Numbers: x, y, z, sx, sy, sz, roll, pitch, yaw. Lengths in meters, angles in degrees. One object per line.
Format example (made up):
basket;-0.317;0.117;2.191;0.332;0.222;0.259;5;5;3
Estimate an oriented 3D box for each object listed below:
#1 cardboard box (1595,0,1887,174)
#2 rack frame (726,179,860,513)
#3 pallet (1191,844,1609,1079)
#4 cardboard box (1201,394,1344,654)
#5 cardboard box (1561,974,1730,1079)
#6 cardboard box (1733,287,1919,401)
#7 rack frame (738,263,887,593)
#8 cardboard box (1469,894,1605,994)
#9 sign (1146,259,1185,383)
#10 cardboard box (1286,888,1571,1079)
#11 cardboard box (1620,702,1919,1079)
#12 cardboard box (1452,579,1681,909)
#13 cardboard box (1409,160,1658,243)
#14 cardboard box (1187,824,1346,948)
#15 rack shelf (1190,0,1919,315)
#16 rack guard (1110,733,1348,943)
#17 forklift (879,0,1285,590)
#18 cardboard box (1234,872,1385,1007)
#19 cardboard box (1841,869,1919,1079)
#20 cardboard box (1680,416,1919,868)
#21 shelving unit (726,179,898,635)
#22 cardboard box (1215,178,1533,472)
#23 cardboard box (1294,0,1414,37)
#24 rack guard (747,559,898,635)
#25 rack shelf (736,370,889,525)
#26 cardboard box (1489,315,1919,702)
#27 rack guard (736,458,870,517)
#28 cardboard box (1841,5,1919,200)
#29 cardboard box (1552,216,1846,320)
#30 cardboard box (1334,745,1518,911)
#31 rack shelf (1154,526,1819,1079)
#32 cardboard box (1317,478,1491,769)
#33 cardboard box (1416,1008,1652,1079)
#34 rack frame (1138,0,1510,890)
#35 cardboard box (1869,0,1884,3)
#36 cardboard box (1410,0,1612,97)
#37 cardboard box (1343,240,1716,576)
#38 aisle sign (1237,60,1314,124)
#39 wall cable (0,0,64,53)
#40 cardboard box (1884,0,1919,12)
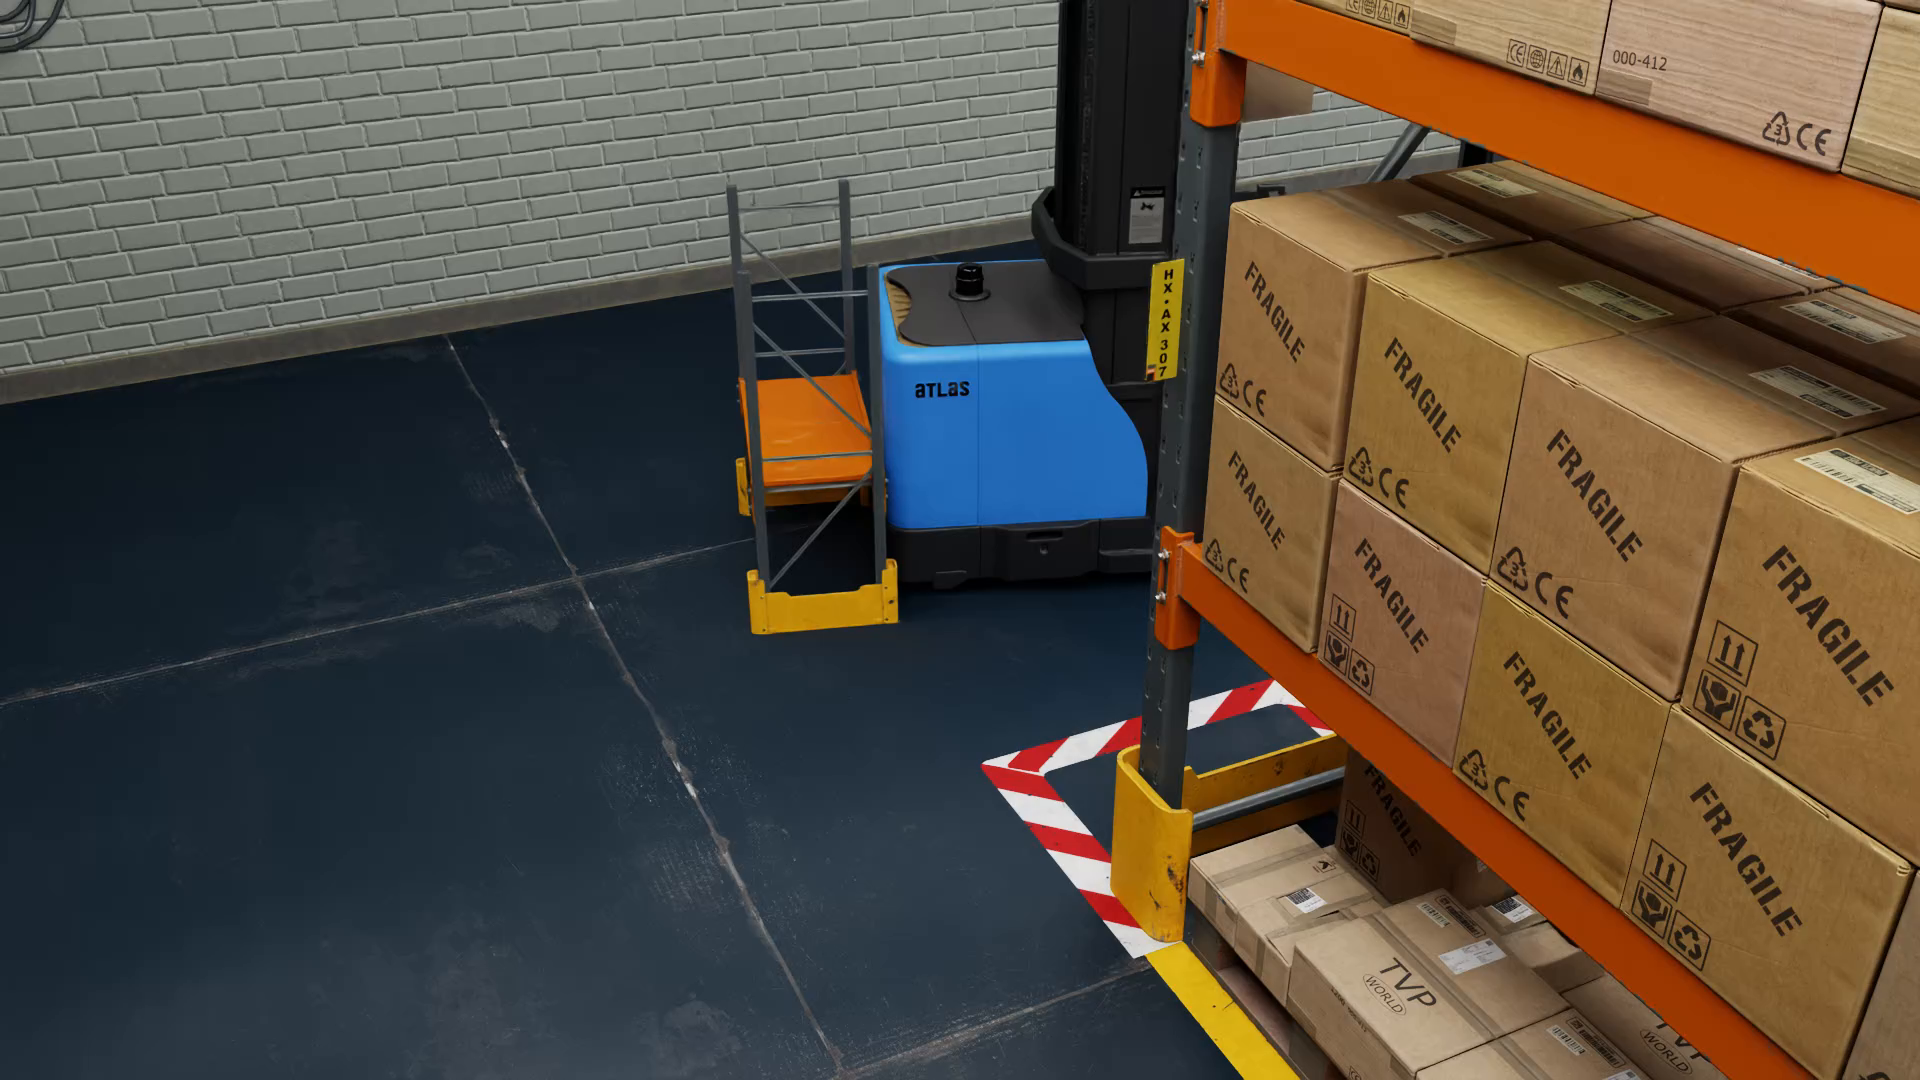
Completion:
cardboard box;1.434;-0.821;2.734;0.500;0.250;0.500;-13;32;-22
rack frame;-0.701;-0.801;7.146;0.500;1.500;0.032;-5;30;-8
pallet;1.399;1.299;4.718;1.003;0.211;1.213;-13;32;-22
cardboard box;0.976;-0.095;4.250;0.500;0.500;0.500;-12;32;-21
cardboard box;1.860;1.319;4.192;0.500;0.250;0.500;-13;32;-22
cardboard box;1.908;-0.193;3.402;0.500;0.500;0.500;-12;32;-21
rack frame;-0.538;-0.311;6.270;0.500;1.500;0.032;-5;30;-8
cardboard box;1.572;1.127;4.620;0.380;0.166;0.250;-13;32;-22
sign;0.534;-0.566;4.308;0.100;0.325;0.005;-13;32;-22
cardboard box;1.216;1.225;4.360;0.500;0.250;0.500;-13;32;-22
cardboard box;1.628;0.575;3.055;0.500;0.500;0.500;-13;32;-21
cardboard box;1.415;0.354;3.449;0.500;0.500;0.500;-13;32;-22
cardboard box;1.463;-0.644;4.206;0.500;0.500;0.500;-13;32;-22
cardboard box;0.893;1.006;4.854;0.380;0.149;0.250;-13;32;-22
rack shelf;1.882;-0.414;2.590;1.077;0.370;4.000;-13;32;-22
rack guard;1.056;0.821;5.275;1.175;0.500;0.348;-13;32;-22
forklift;1.147;-1.379;6.712;3.031;2.935;1.130;-3;29;-6
cardboard box;1.000;1.109;4.653;0.380;0.166;0.250;-13;32;-22
cardboard box;1.849;0.800;2.655;0.500;0.500;0.500;-12;32;-21
cardboard box;1.636;0.144;2.801;0.500;0.500;0.500;-13;32;-22
shelving unit;-0.621;-0.560;6.716;0.587;1.500;1.083;-5;30;-8
cardboard box;0.976;-0.531;4.006;0.500;0.500;0.500;-12;31;-20
cardboard box;1.015;-1.265;3.526;0.500;0.250;0.500;-13;32;-22
rack guard;-0.541;0.225;6.593;0.587;0.250;0.087;-5;30;-8
rack shelf;-0.620;-0.399;6.796;0.538;0.185;1.000;-5;30;-8
cardboard box;1.418;-0.080;3.201;0.500;0.500;0.500;-13;32;-21
rack guard;-0.701;-0.256;7.450;0.587;0.250;0.087;-5;30;-8
cardboard box;1.654;-0.602;2.343;0.500;0.250;0.500;-13;32;-22
cardboard box;1.681;-0.421;3.809;0.500;0.500;0.500;-12;32;-21
cardboard box;1.480;0.784;4.891;0.500;0.500;0.500;-13;32;-22
rack shelf;1.882;0.895;3.323;1.077;0.370;4.000;-13;32;-22
cardboard box;1.202;0.132;3.846;0.500;0.500;0.500;-13;32;-22
cardboard box;1.430;1.446;3.966;0.500;0.250;0.500;-13;32;-22
rack frame;1.024;-0.303;4.723;1.000;3.000;0.127;-13;32;-22
cardboard box;1.438;-1.040;2.614;0.500;0.250;0.500;-13;32;-22
cardboard box;1.218;-1.042;3.127;0.500;0.250;0.500;-13;32;-22
cardboard box;1.207;-0.302;3.597;0.500;0.500;0.500;-13;32;-21
aisle sign;0.729;-1.405;4.031;0.394;0.787;0.004;-13;32;-22
wall cable;-5.554;-3.097;6.747;3.097;2.526;0.112;-13;32;-22
cardboard box;1.649;-0.819;2.218;0.500;0.250;0.500;-13;32;-22
